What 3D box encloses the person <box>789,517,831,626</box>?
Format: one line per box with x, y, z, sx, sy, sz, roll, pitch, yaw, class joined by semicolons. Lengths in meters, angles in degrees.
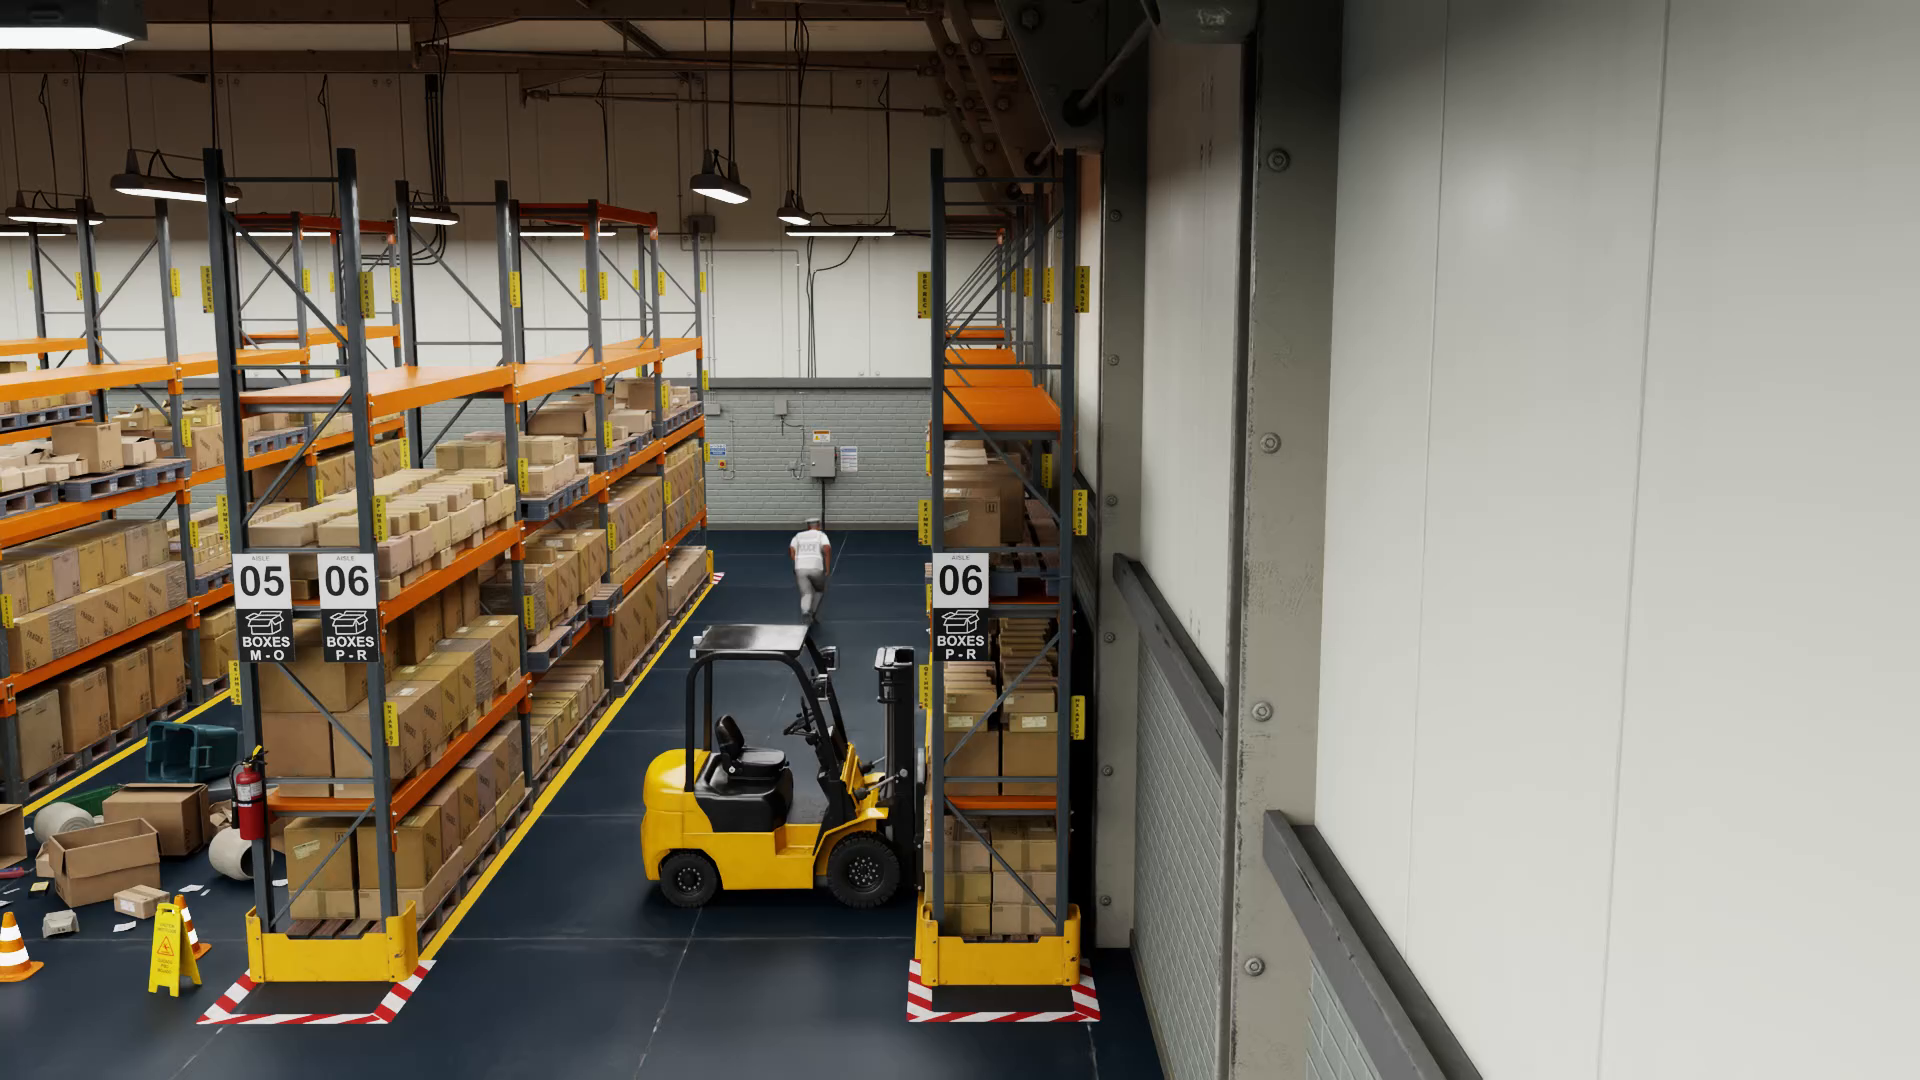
-2.236;0.503;24.479;0.653;1.556;1.114;1;9;5;person
